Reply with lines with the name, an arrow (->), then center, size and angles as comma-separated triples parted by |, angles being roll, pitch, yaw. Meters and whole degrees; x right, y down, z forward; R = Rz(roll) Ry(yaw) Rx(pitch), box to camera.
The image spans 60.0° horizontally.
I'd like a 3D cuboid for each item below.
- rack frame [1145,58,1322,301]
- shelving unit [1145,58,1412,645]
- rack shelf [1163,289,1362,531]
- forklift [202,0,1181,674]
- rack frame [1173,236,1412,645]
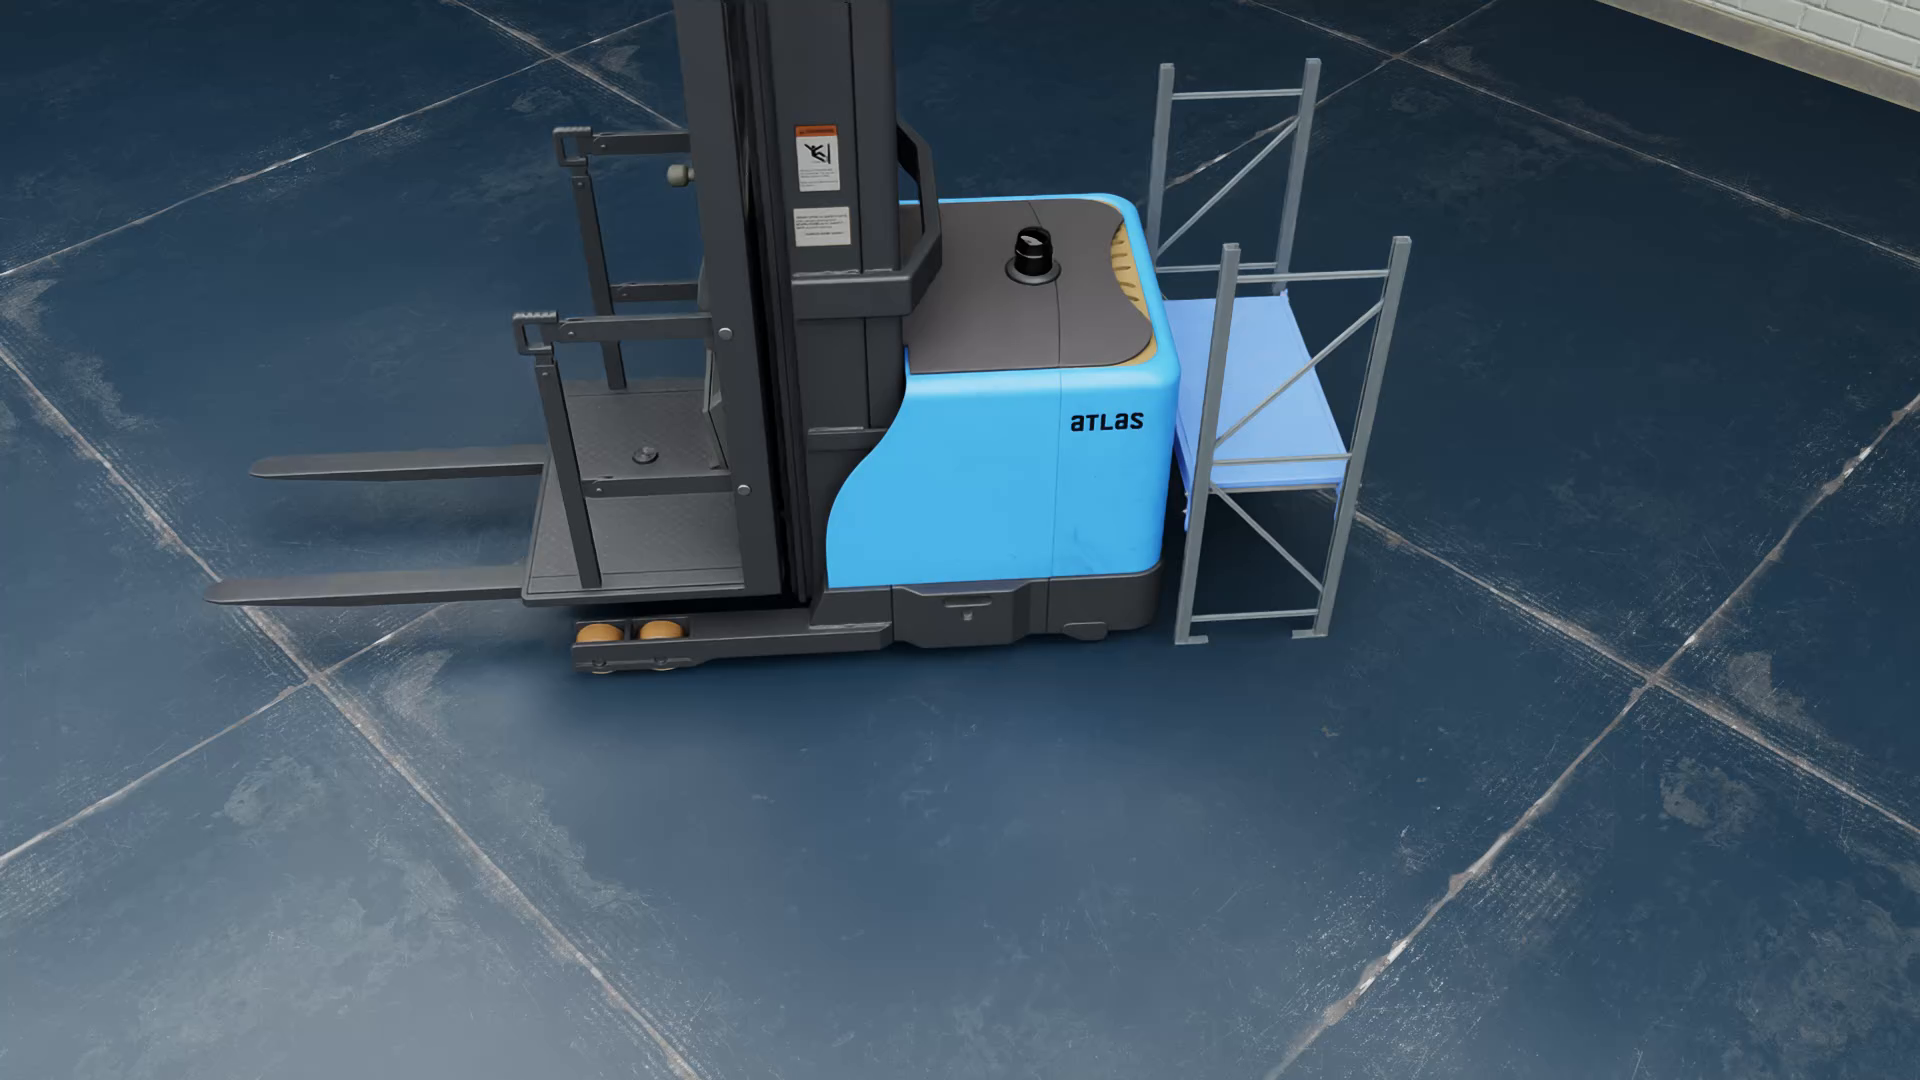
rack frame -> 0.866, -0.921, 5.641 | 0.500, 1.500, 0.032 | -3, 43, -3
shelving unit -> 0.905, -0.577, 5.269 | 0.538, 1.500, 1.048 | -3, 43, -3
rack shelf -> 0.905, -0.445, 5.391 | 0.538, 0.185, 1.000 | -3, 43, -3
forklift -> -0.894, -1.024, 4.699 | 3.031, 2.935, 1.130 | -3, 43, -3
rack frame -> 0.943, -0.233, 4.897 | 0.500, 1.500, 0.032 | -3, 43, -3
